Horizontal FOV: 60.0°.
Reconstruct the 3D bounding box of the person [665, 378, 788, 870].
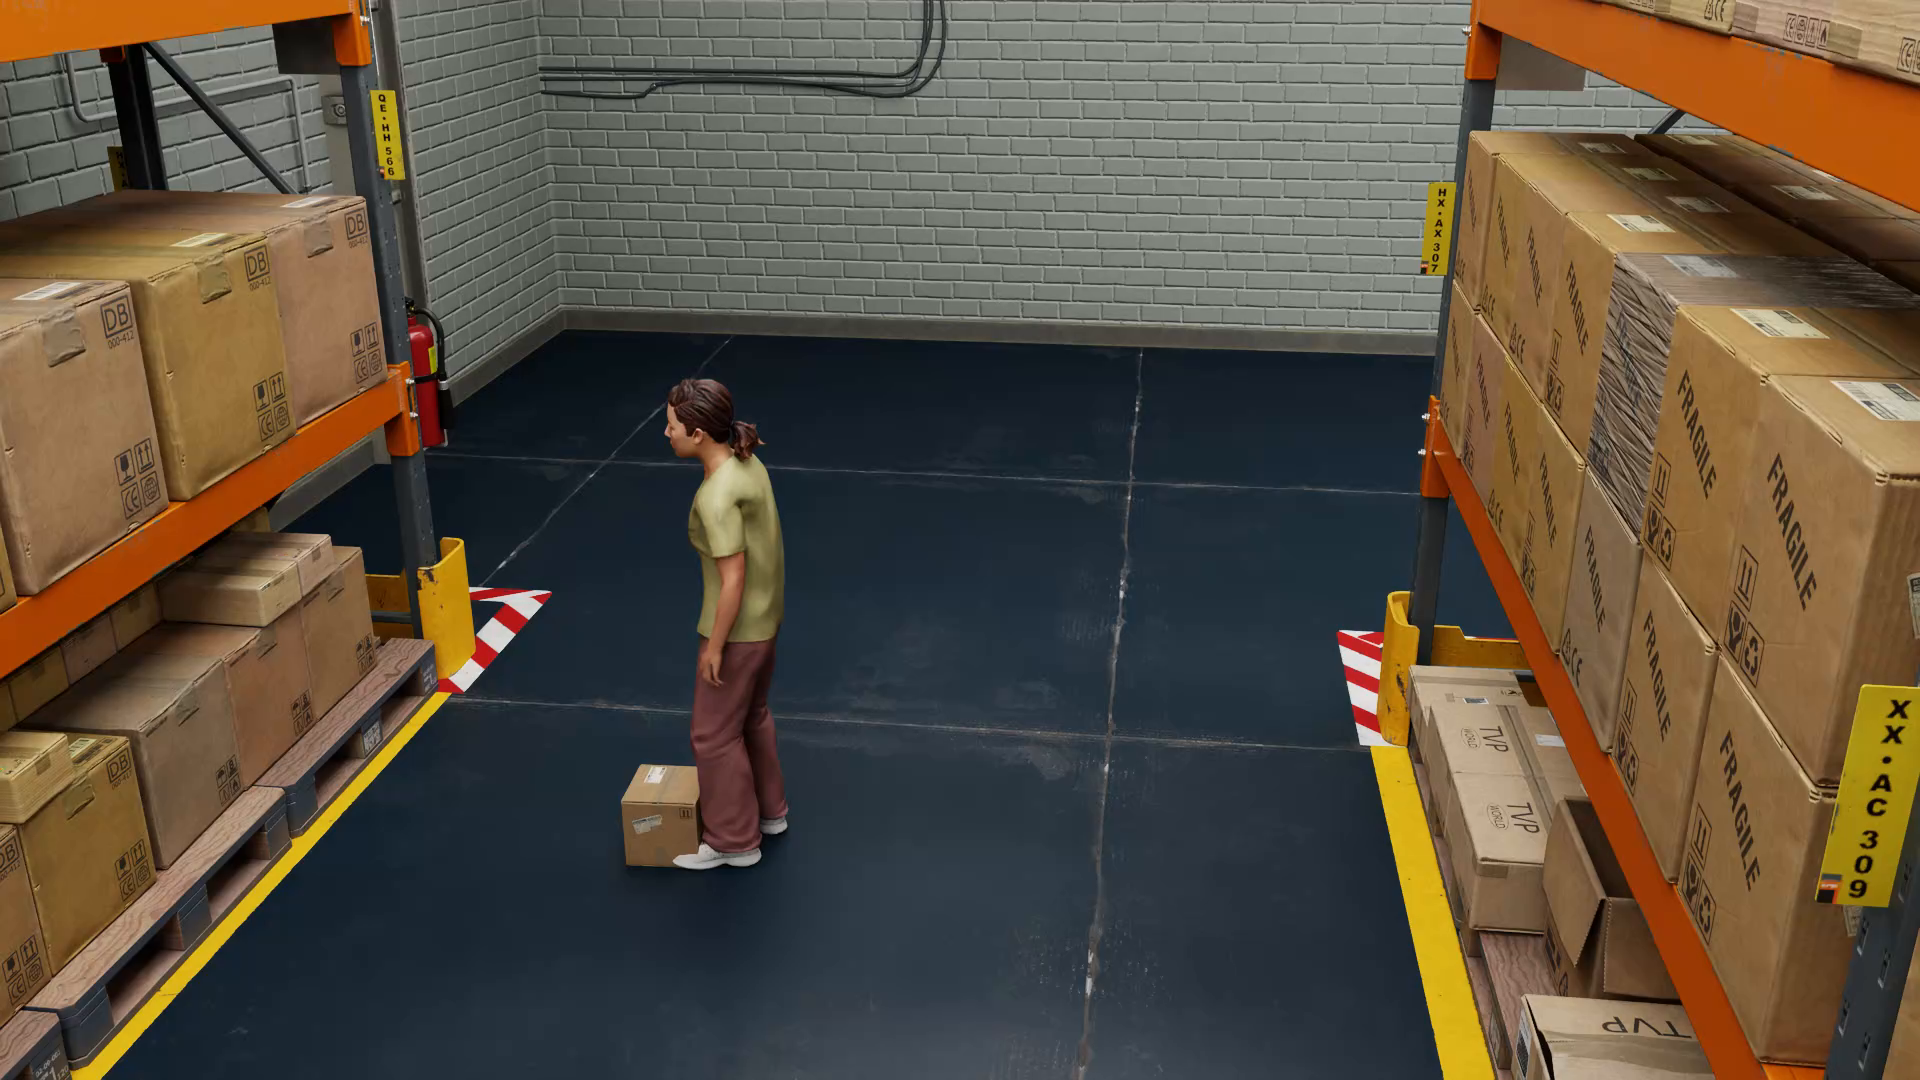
[{"bbox_3d":[-0.768,0.281,5.362,0.408,1.673,0.519,2,21,4],"label":"person"}]
